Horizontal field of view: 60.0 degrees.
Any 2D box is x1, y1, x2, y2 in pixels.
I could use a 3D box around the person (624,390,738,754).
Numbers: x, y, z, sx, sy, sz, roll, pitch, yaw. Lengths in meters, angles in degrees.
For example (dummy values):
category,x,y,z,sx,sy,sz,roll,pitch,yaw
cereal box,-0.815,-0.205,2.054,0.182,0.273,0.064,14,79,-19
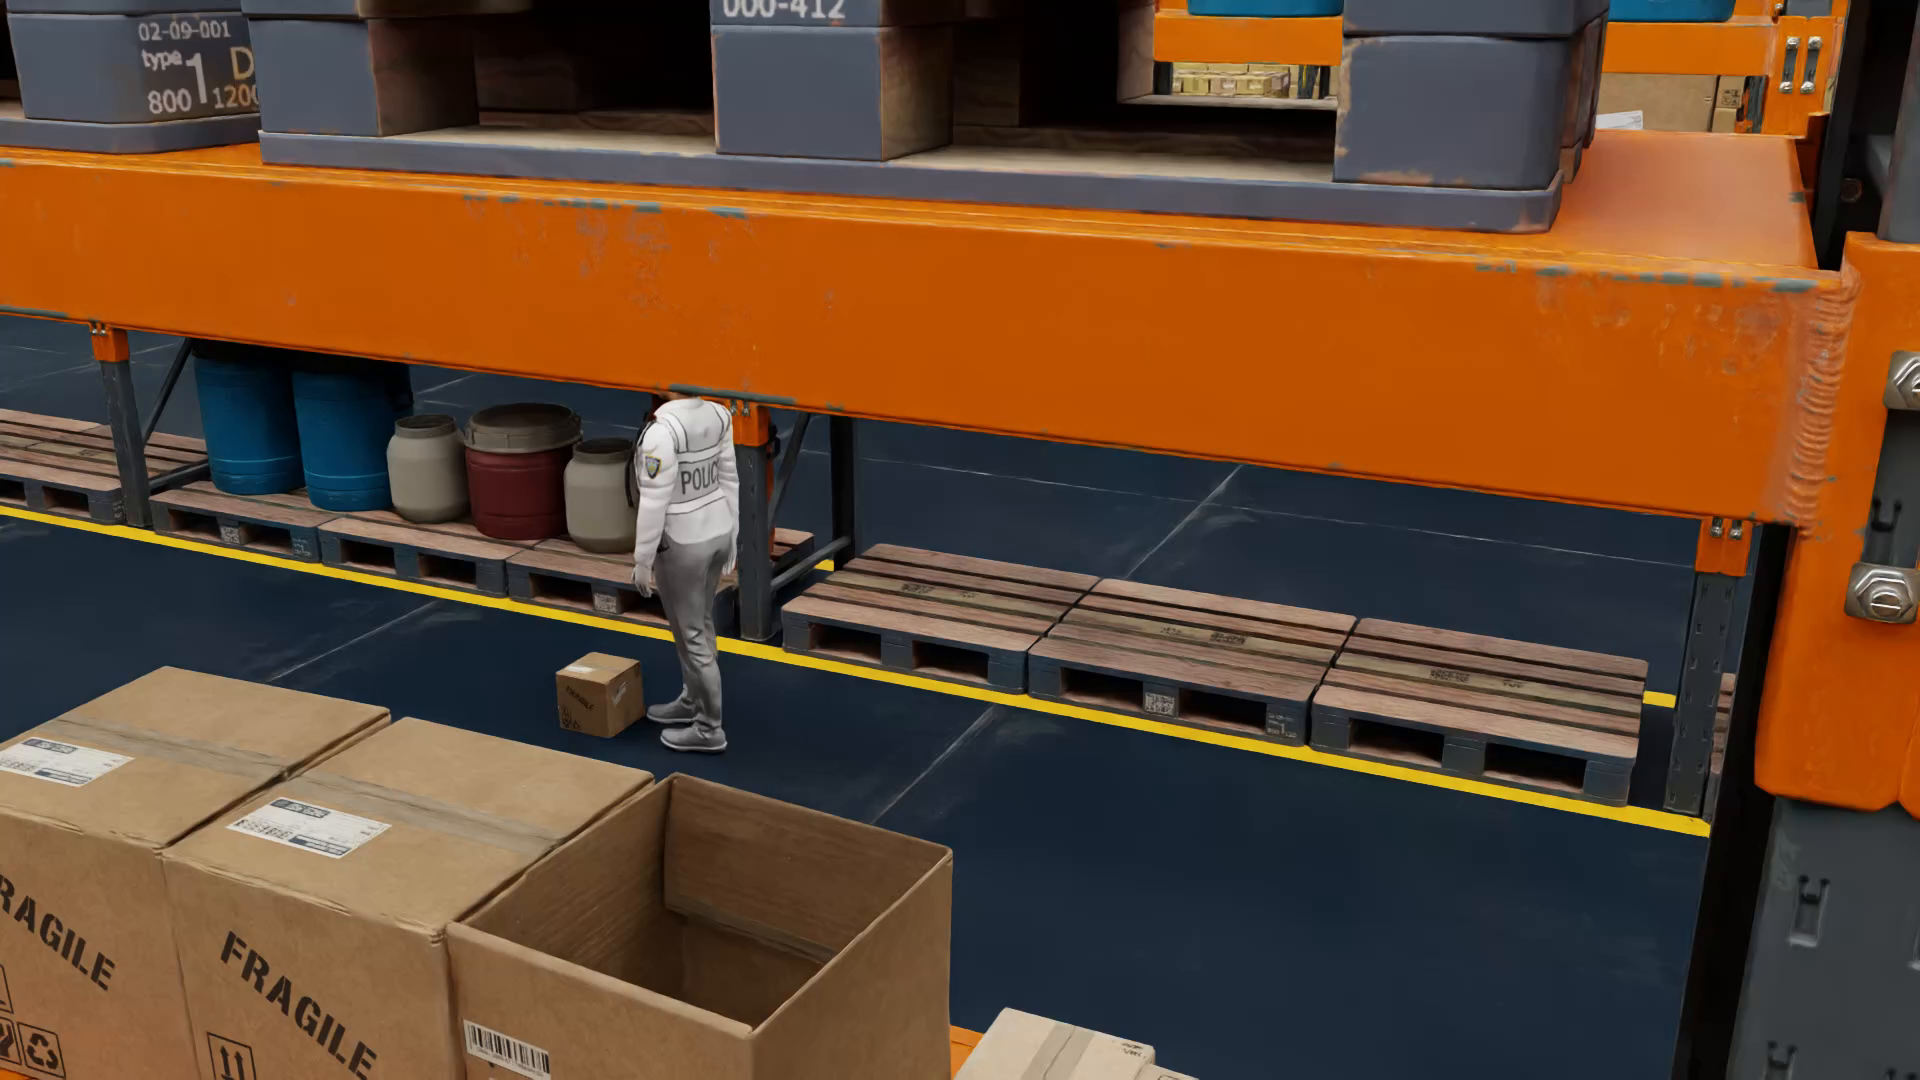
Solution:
category,x,y,z,sx,sy,sz,roll,pitch,yaw
person,-1.136,0.023,6.478,0.475,1.682,0.494,9,21,24
